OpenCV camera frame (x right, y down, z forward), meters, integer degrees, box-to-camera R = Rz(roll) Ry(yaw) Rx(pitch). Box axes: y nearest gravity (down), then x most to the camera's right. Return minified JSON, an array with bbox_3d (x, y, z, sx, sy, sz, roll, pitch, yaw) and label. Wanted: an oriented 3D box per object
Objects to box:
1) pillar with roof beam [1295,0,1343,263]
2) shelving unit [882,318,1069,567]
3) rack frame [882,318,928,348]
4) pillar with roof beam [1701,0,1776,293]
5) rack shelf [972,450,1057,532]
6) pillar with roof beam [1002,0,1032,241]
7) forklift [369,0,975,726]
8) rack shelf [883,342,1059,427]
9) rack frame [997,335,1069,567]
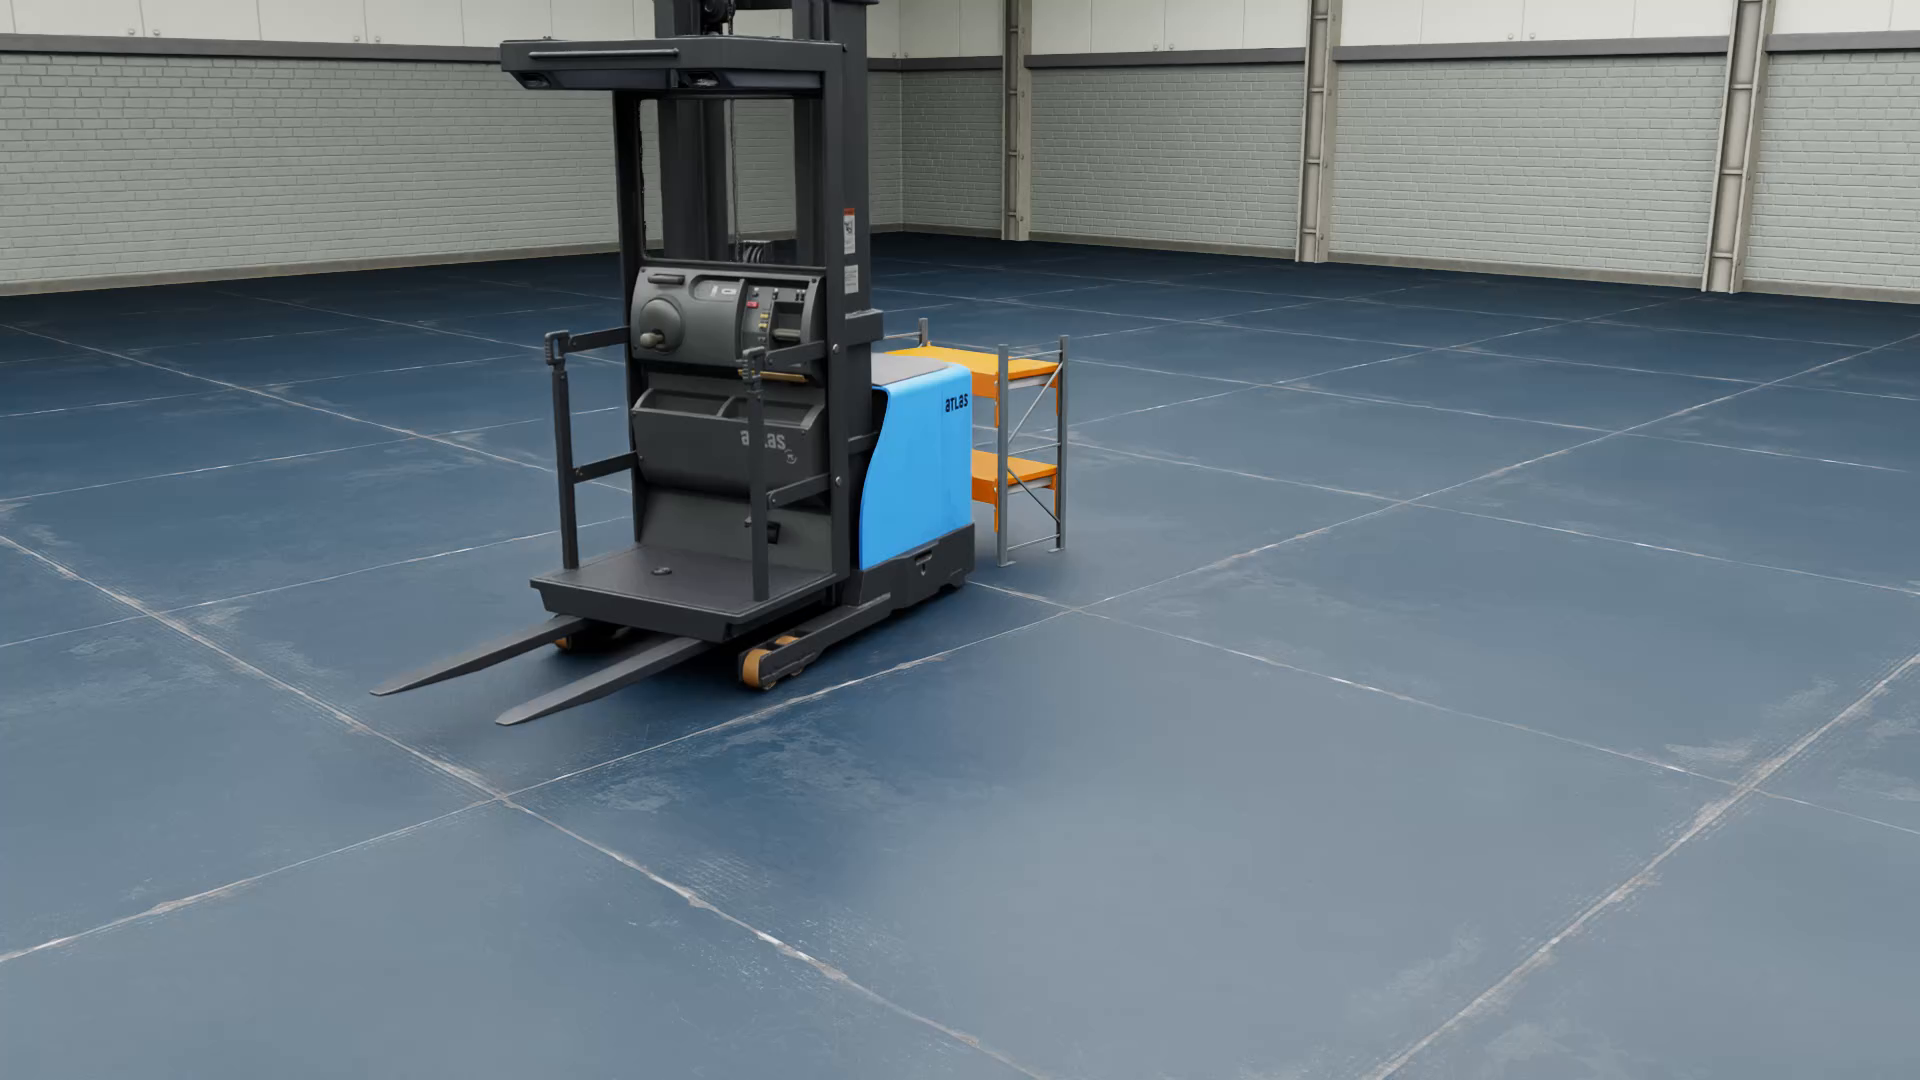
[{"bbox_3d":[2.302,-7.763,20.879,0.400,9.000,9.100,14,20,42],"label":"pillar with roof beam"},{"bbox_3d":[0.005,-0.543,8.786,1.048,1.125,0.538,14,20,42],"label":"shelving unit"},{"bbox_3d":[-0.361,-0.632,9.127,0.032,1.125,0.500,14,20,42],"label":"rack frame"},{"bbox_3d":[6.621,-6.713,16.849,0.400,9.000,9.100,14,20,42],"label":"pillar with roof beam"},{"bbox_3d":[0.005,-0.307,8.847,1.000,0.278,0.538,14,20,42],"label":"rack shelf"},{"bbox_3d":[-2.018,-8.813,24.909,0.400,9.000,9.100,14,20,42],"label":"pillar with roof beam"},{"bbox_3d":[-1.088,-0.949,6.762,1.130,2.935,3.031,8,17,28],"label":"forklift"},{"bbox_3d":[0.005,-0.826,8.712,1.000,0.278,0.538,14,20,42],"label":"rack shelf"},{"bbox_3d":[0.371,-0.454,8.444,0.032,1.125,0.500,14,20,42],"label":"rack frame"}]
